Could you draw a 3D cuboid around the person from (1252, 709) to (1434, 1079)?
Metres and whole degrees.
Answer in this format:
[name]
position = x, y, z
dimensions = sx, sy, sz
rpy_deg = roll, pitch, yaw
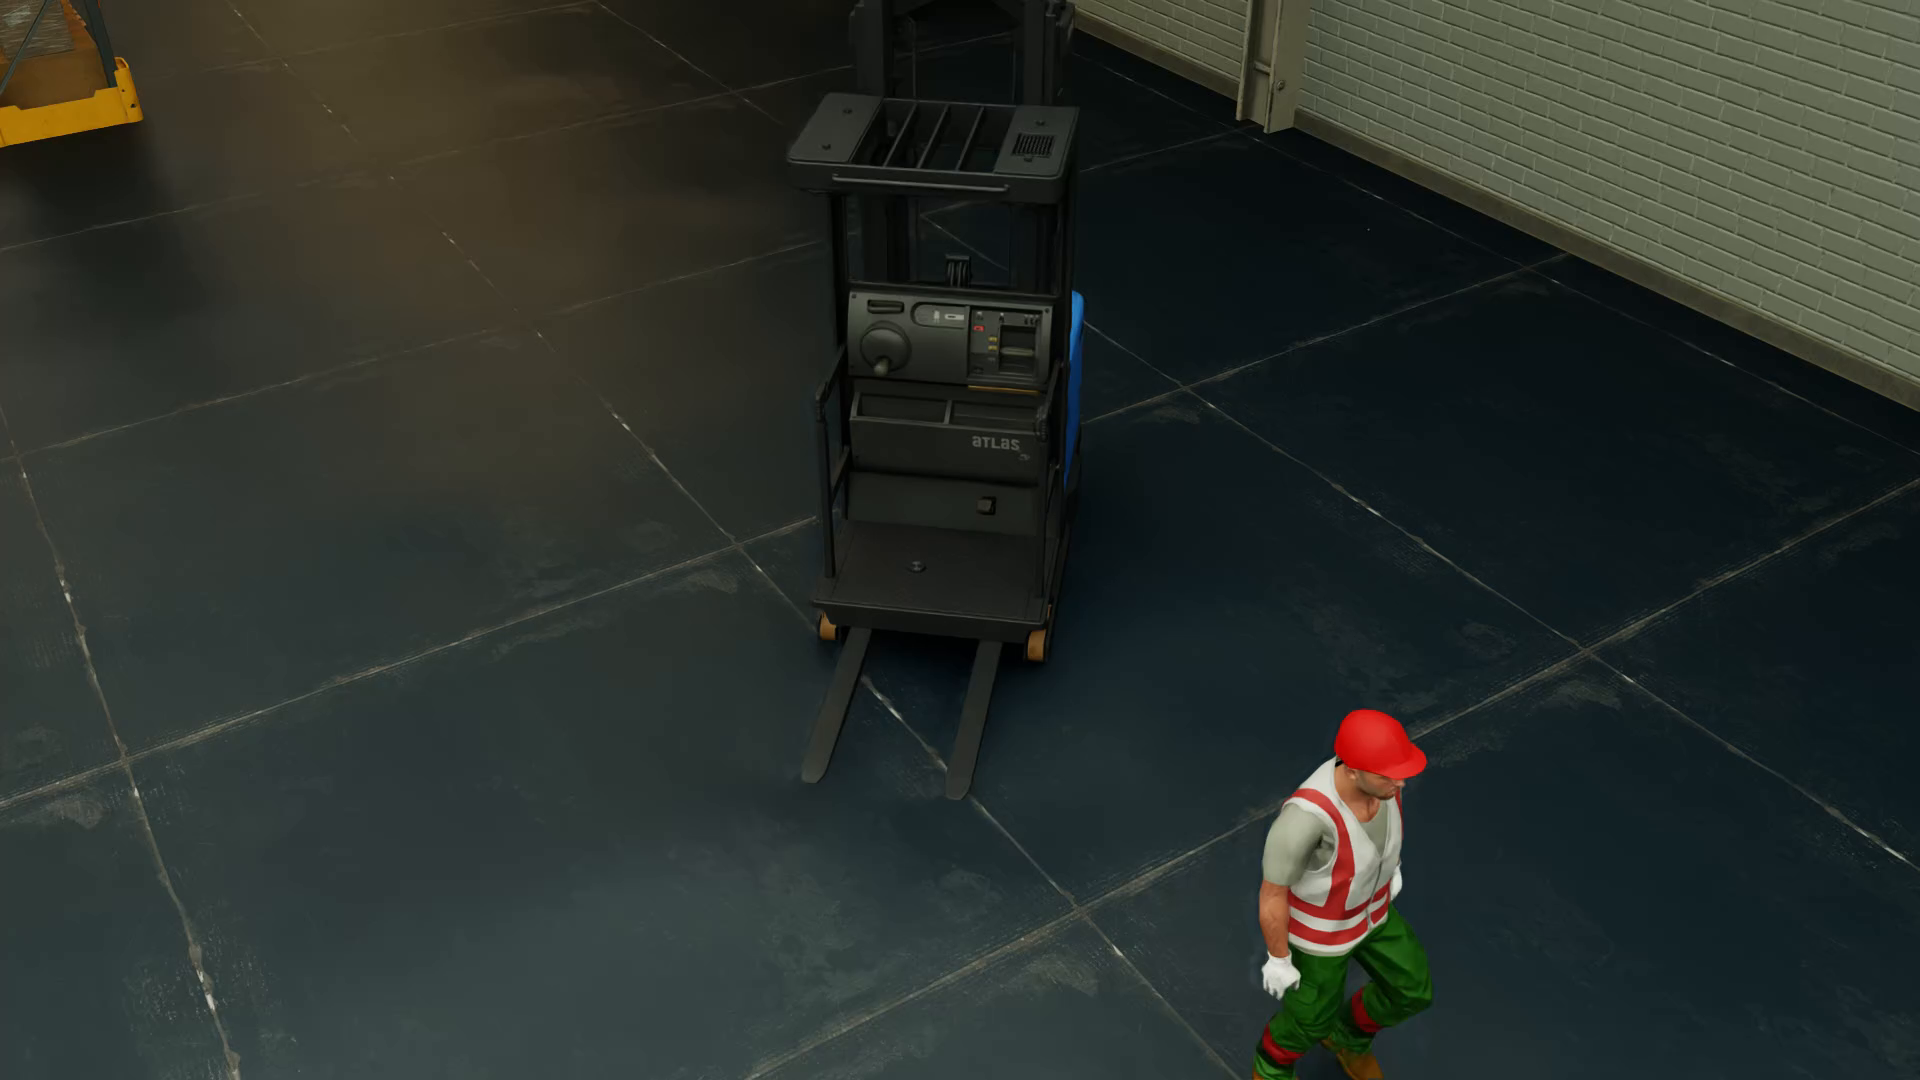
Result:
[person]
position = 1.267, 1.260, 5.379
dimensions = 0.673, 1.781, 0.475
rpy_deg = -27, 43, -33

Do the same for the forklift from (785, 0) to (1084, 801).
[forklift]
position = -0.081, -0.844, 7.348
dimensions = 1.130, 2.935, 3.031
rpy_deg = 5, 35, 8
